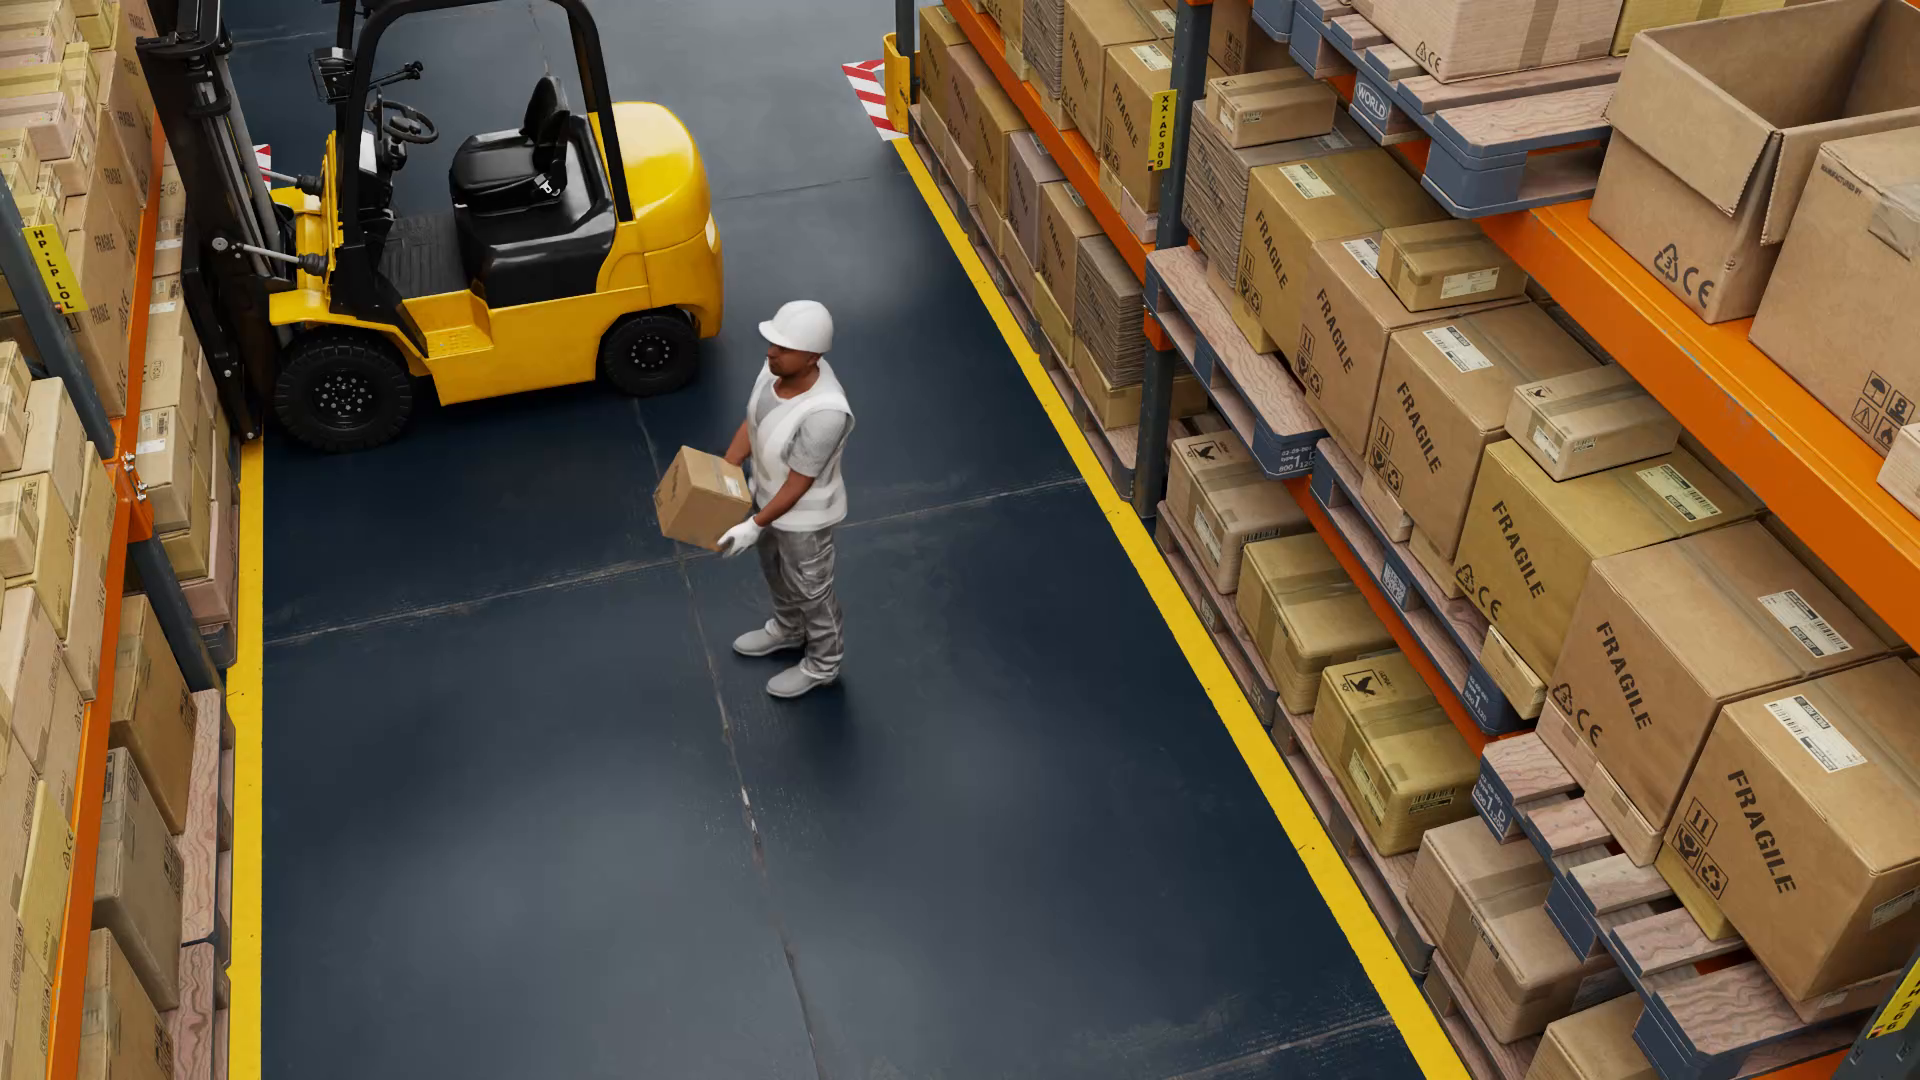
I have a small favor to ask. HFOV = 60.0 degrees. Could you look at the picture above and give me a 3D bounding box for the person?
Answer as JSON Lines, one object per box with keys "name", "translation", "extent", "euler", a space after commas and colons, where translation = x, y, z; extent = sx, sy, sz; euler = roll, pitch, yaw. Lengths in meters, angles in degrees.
{"name": "person", "translation": [-0.695, -0.118, 6.274], "extent": [0.558, 1.788, 0.532], "euler": [-18, 45, -19]}
